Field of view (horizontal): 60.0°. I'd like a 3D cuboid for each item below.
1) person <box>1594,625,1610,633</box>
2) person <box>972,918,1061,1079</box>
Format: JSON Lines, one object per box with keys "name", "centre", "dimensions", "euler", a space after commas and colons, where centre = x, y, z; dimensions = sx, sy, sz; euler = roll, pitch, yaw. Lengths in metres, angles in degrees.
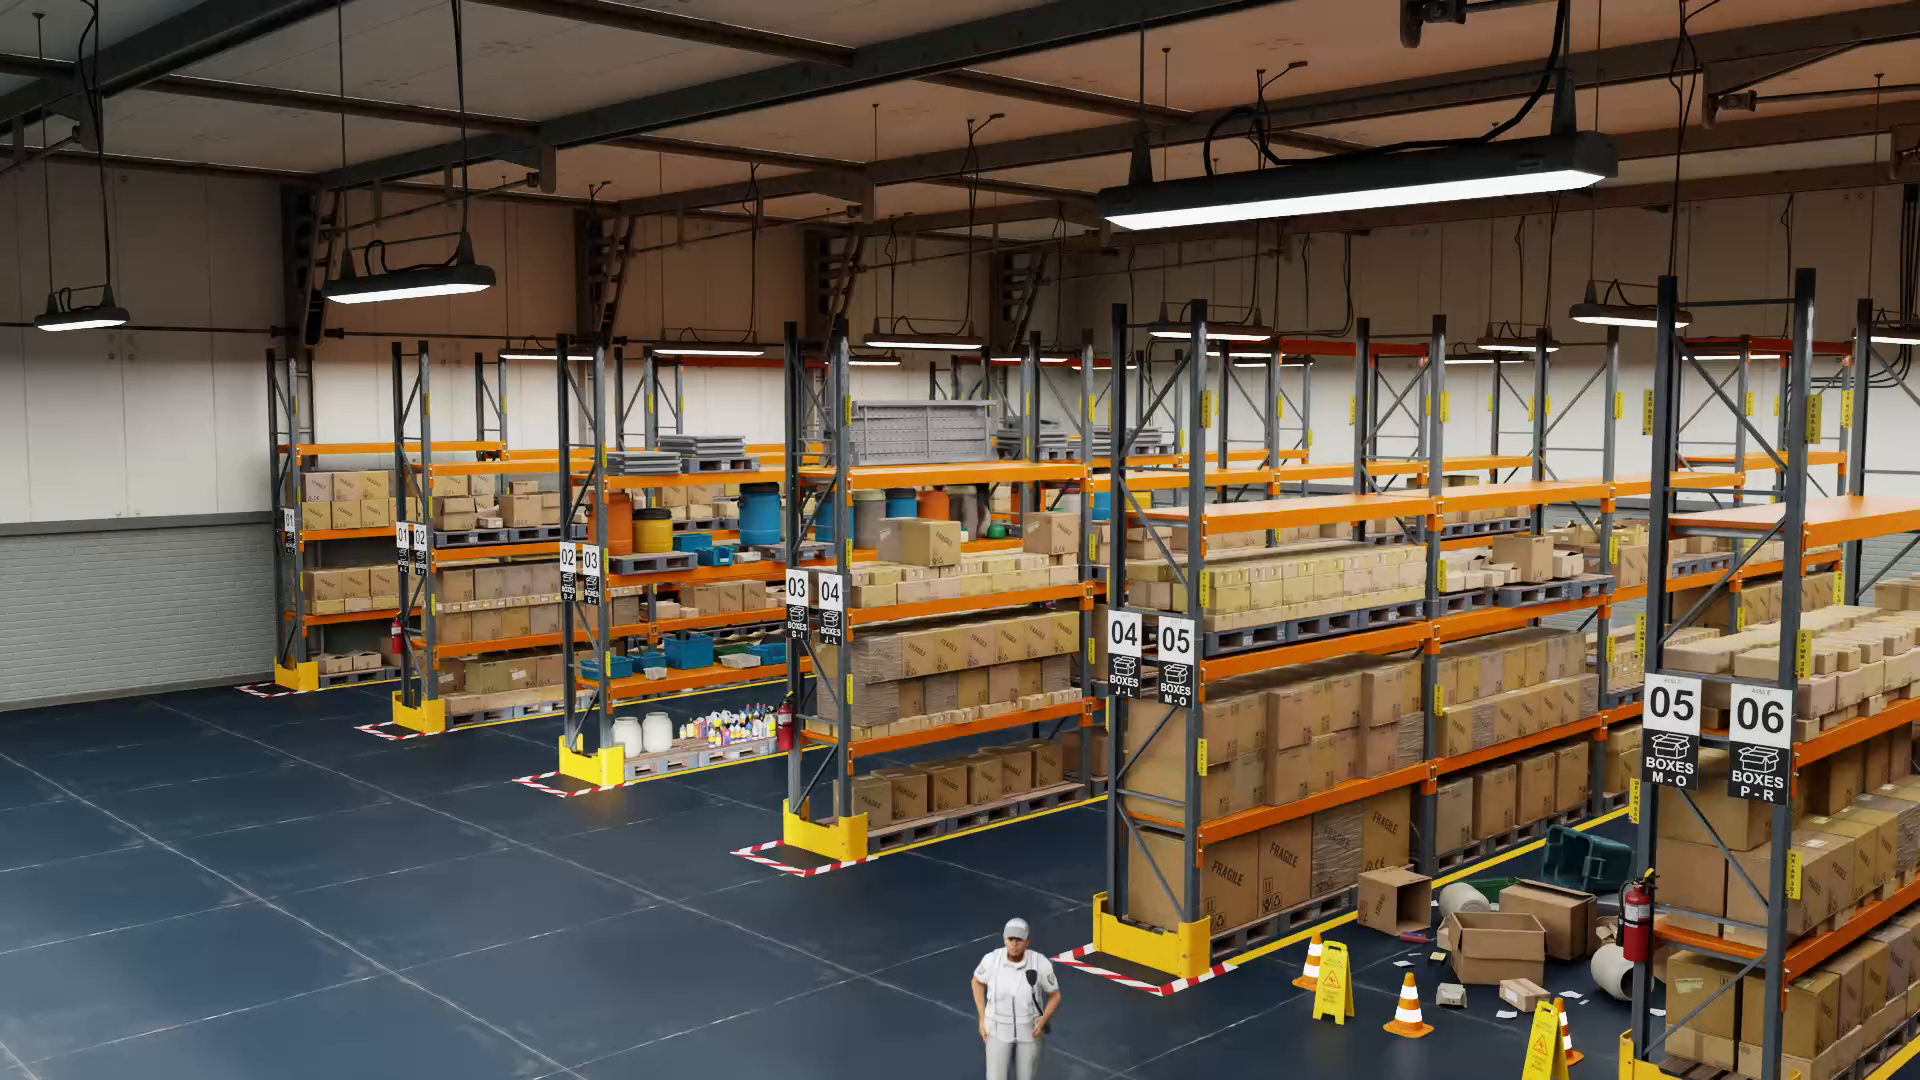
{"name": "person", "centre": [9.839, 2.108, 25.378], "dimensions": [0.624, 1.740, 0.712], "euler": [-4, 6, -40]}
{"name": "person", "centre": [0.380, 3.373, 11.289], "dimensions": [0.612, 1.632, 0.564], "euler": [0, 5, 2]}
